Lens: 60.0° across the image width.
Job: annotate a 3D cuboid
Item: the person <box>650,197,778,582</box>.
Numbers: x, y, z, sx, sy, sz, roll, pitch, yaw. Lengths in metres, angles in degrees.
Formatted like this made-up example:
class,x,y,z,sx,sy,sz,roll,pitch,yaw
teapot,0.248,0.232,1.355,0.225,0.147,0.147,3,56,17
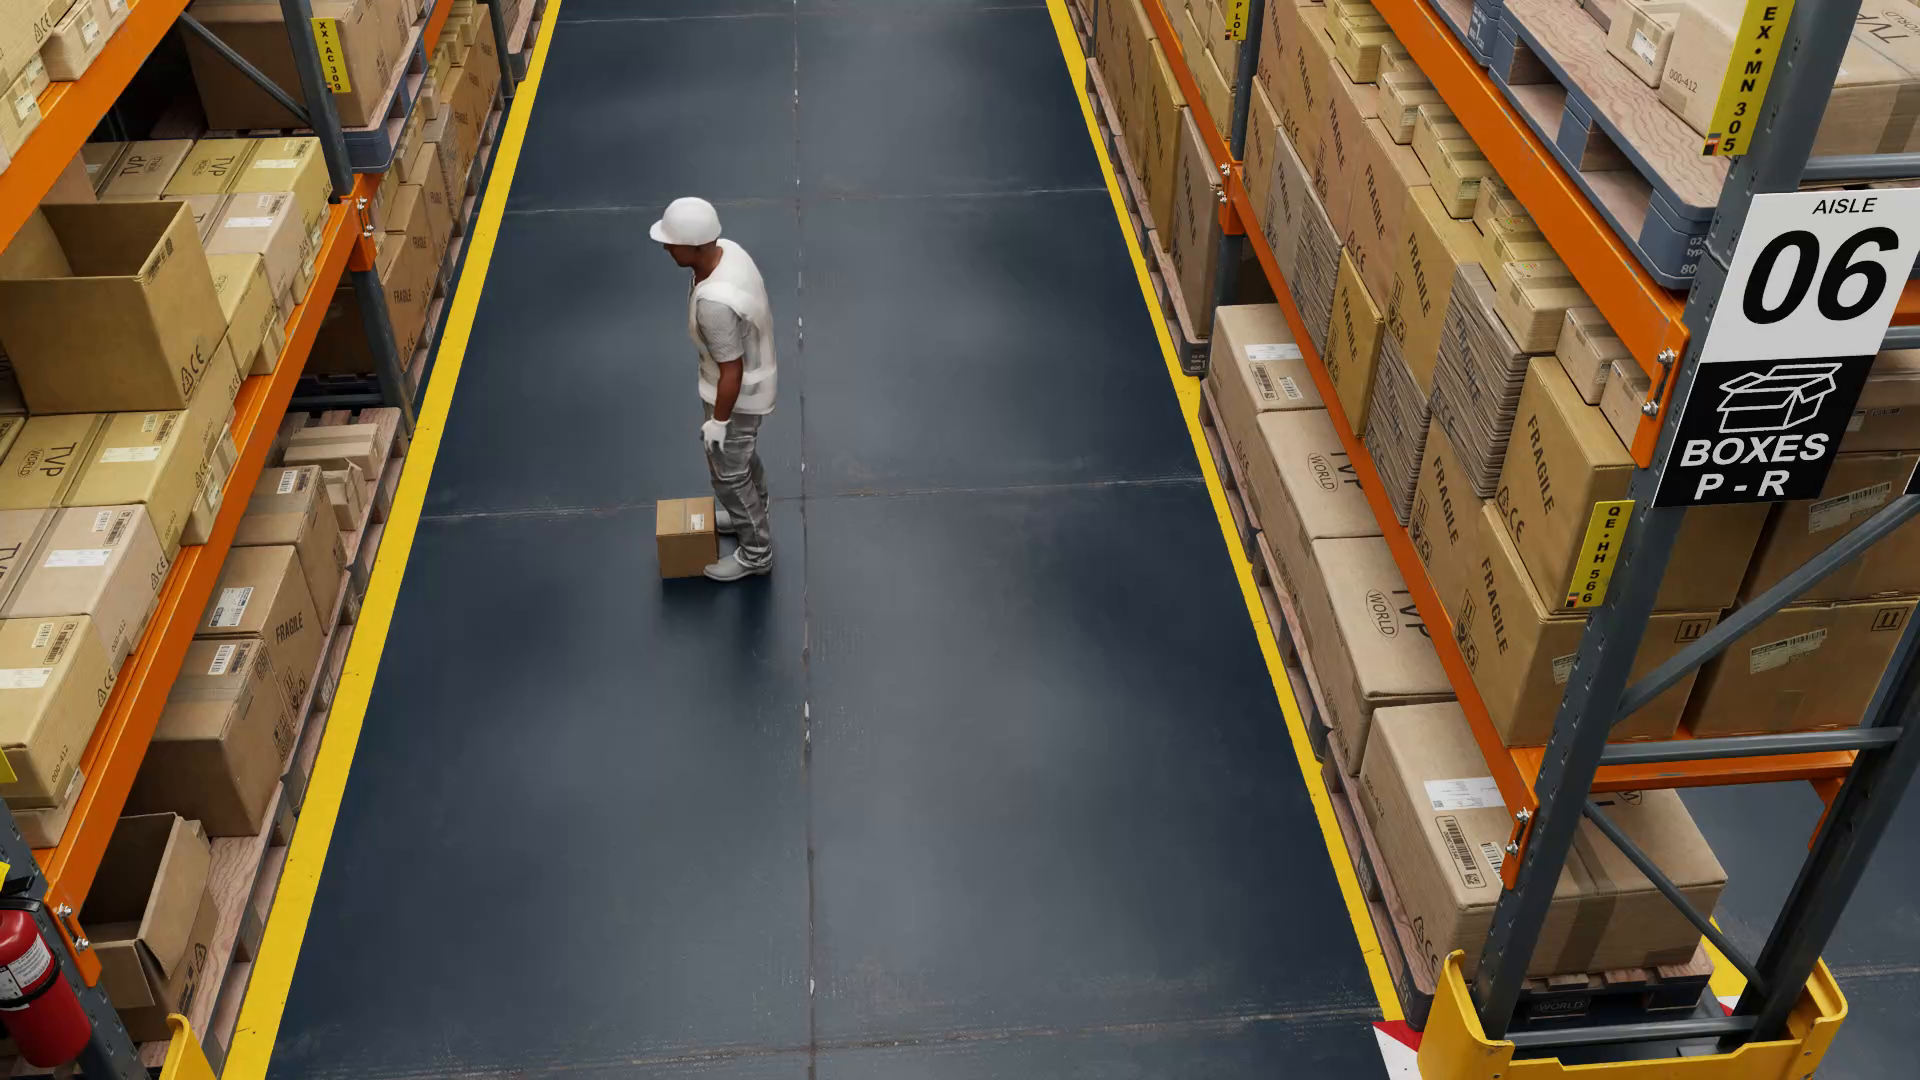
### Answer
class,x,y,z,sx,sy,sz,roll,pitch,yaw
person,-0.977,-0.628,6.926,0.446,1.775,0.619,-3,39,-4
